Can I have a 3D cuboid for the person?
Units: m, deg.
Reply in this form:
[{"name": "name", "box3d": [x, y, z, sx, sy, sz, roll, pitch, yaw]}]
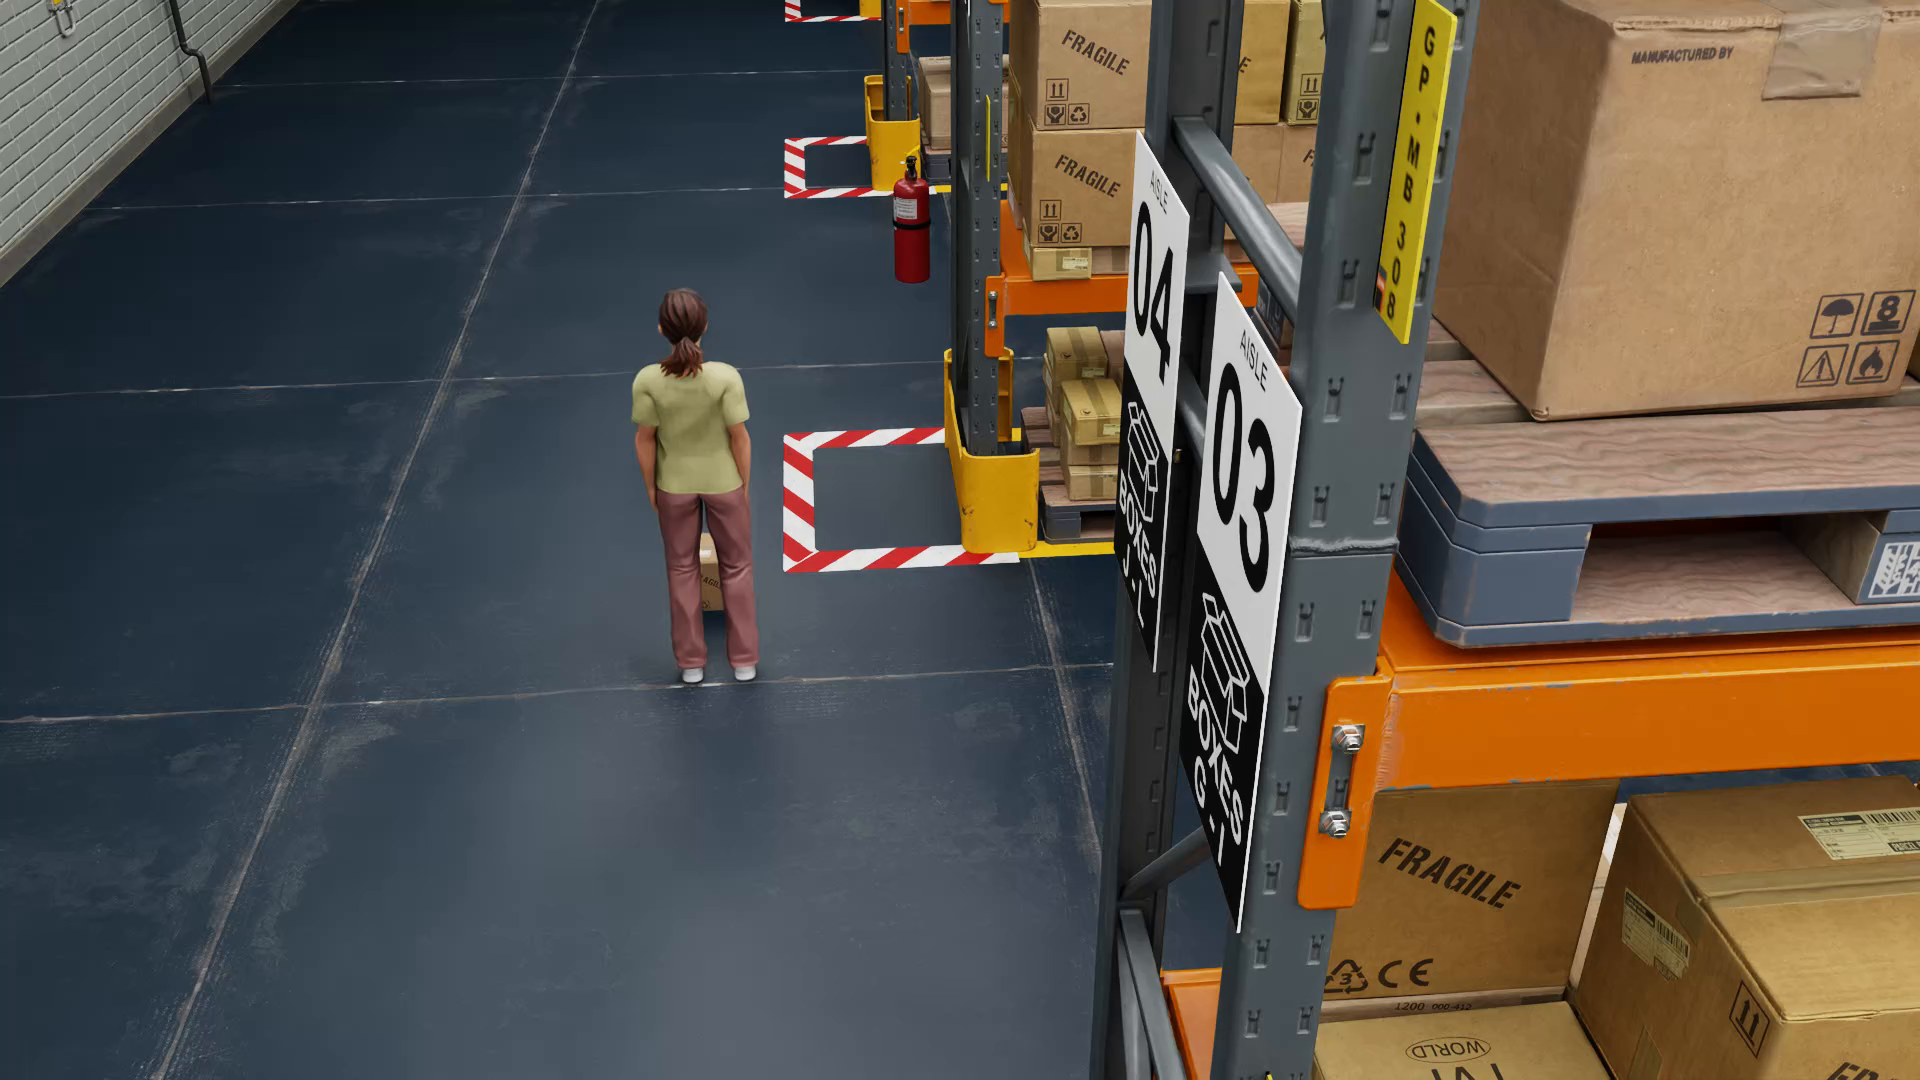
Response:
[{"name": "person", "box3d": [-1.014, -0.191, 6.456, 0.441, 1.669, 0.360, -2, 31, -3]}]
